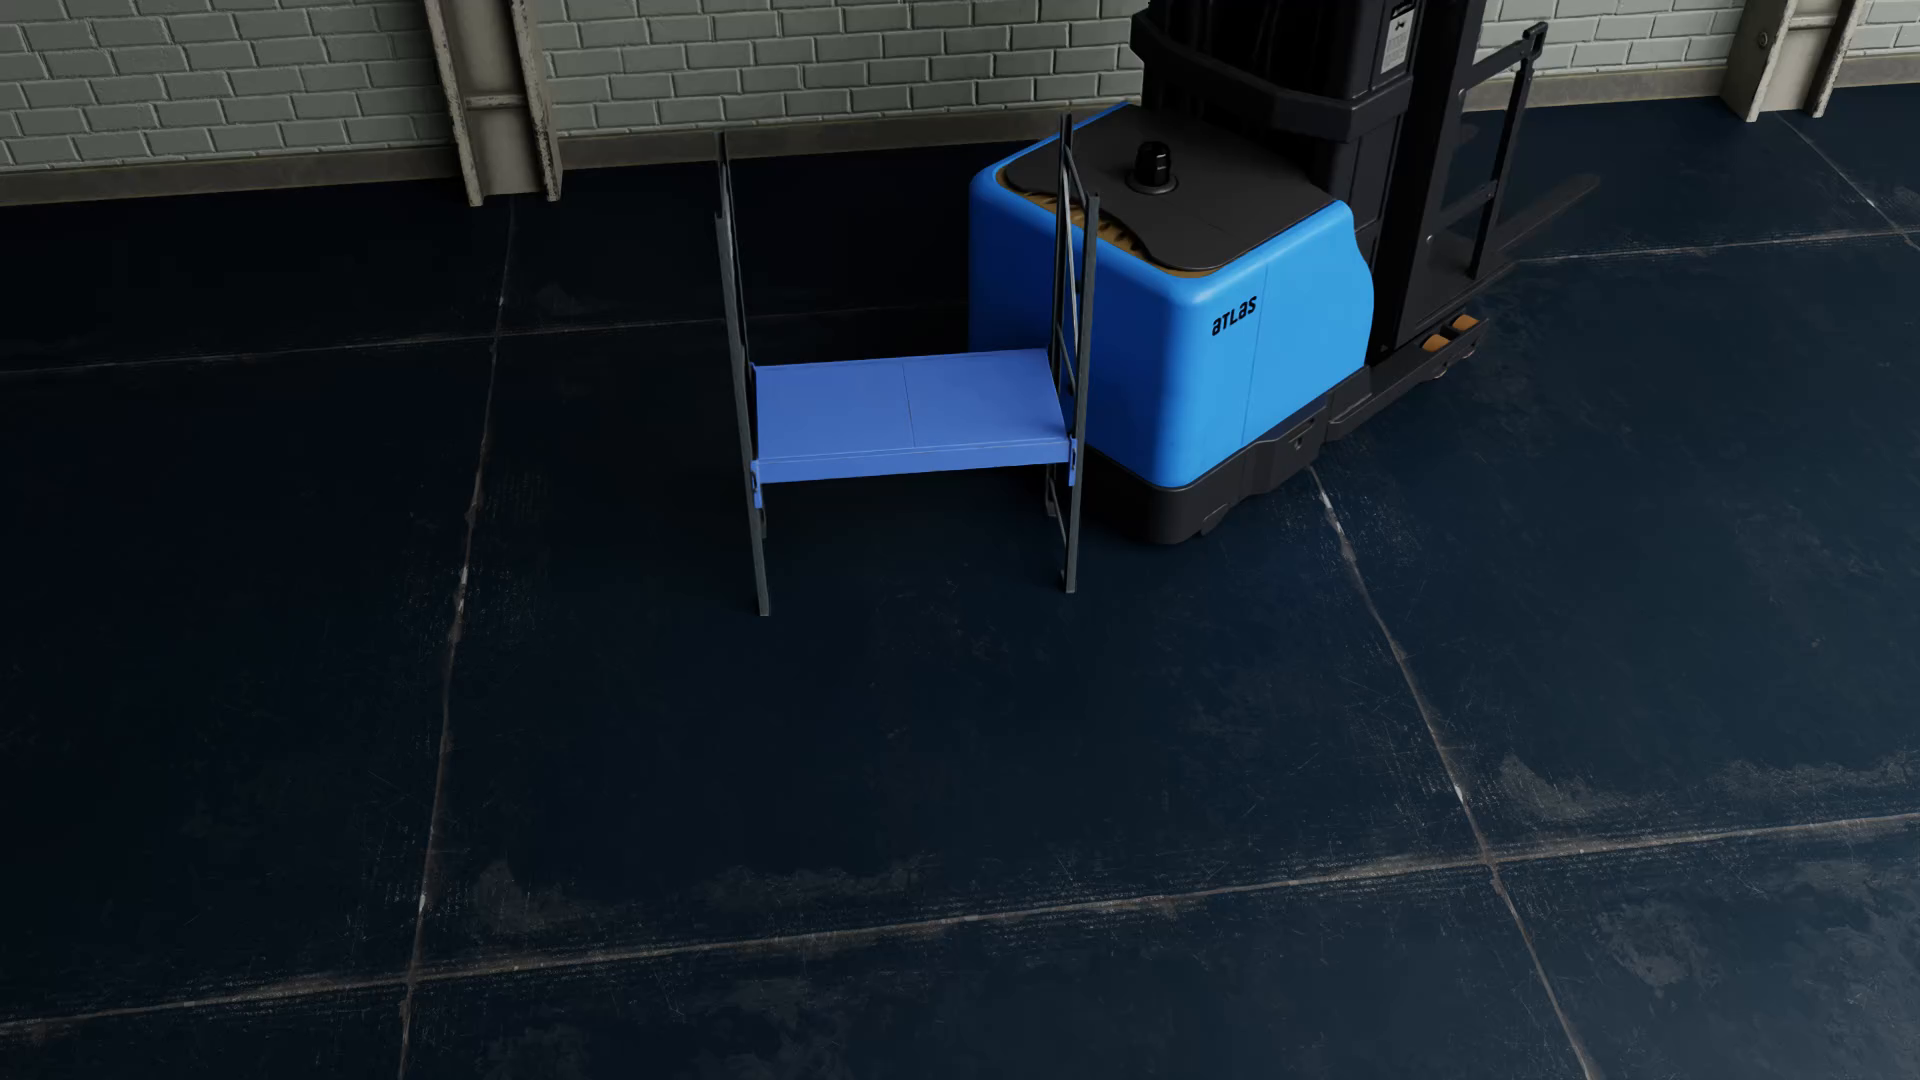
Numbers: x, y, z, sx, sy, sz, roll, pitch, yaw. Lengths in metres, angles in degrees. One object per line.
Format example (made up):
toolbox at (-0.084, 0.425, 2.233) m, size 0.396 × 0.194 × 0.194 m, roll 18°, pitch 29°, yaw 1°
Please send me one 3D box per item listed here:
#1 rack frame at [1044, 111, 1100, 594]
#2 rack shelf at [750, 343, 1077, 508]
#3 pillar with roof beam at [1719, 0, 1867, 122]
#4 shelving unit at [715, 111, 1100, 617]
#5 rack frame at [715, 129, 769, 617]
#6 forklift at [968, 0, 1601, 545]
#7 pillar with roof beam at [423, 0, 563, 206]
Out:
rack frame at (0.341, -0.544, 5.233) m, size 0.032 × 1.500 × 0.500 m, roll -4°, pitch 42°, yaw -5°
rack shelf at (-0.165, -0.373, 5.313) m, size 1.000 × 0.185 × 0.538 m, roll -4°, pitch 42°, yaw -5°
pillar with roof beam at (4.501, -2.607, 1.921) m, size 0.400 × 9.000 × 9.100 m, roll -5°, pitch 42°, yaw -6°
shelving unit at (-0.165, -0.507, 5.192) m, size 1.048 × 1.500 × 0.538 m, roll -4°, pitch 42°, yaw -5°
rack frame at (-0.670, -0.470, 5.151) m, size 0.032 × 1.500 × 0.500 m, roll -4°, pitch 42°, yaw -5°
forklift at (1.428, -1.942, 5.715) m, size 3.031 × 2.935 × 1.130 m, roll -33°, pitch 51°, yaw -31°
pillar with roof beam at (-1.449, -2.086, 1.344) m, size 0.400 × 9.000 × 9.100 m, roll -5°, pitch 42°, yaw -6°
